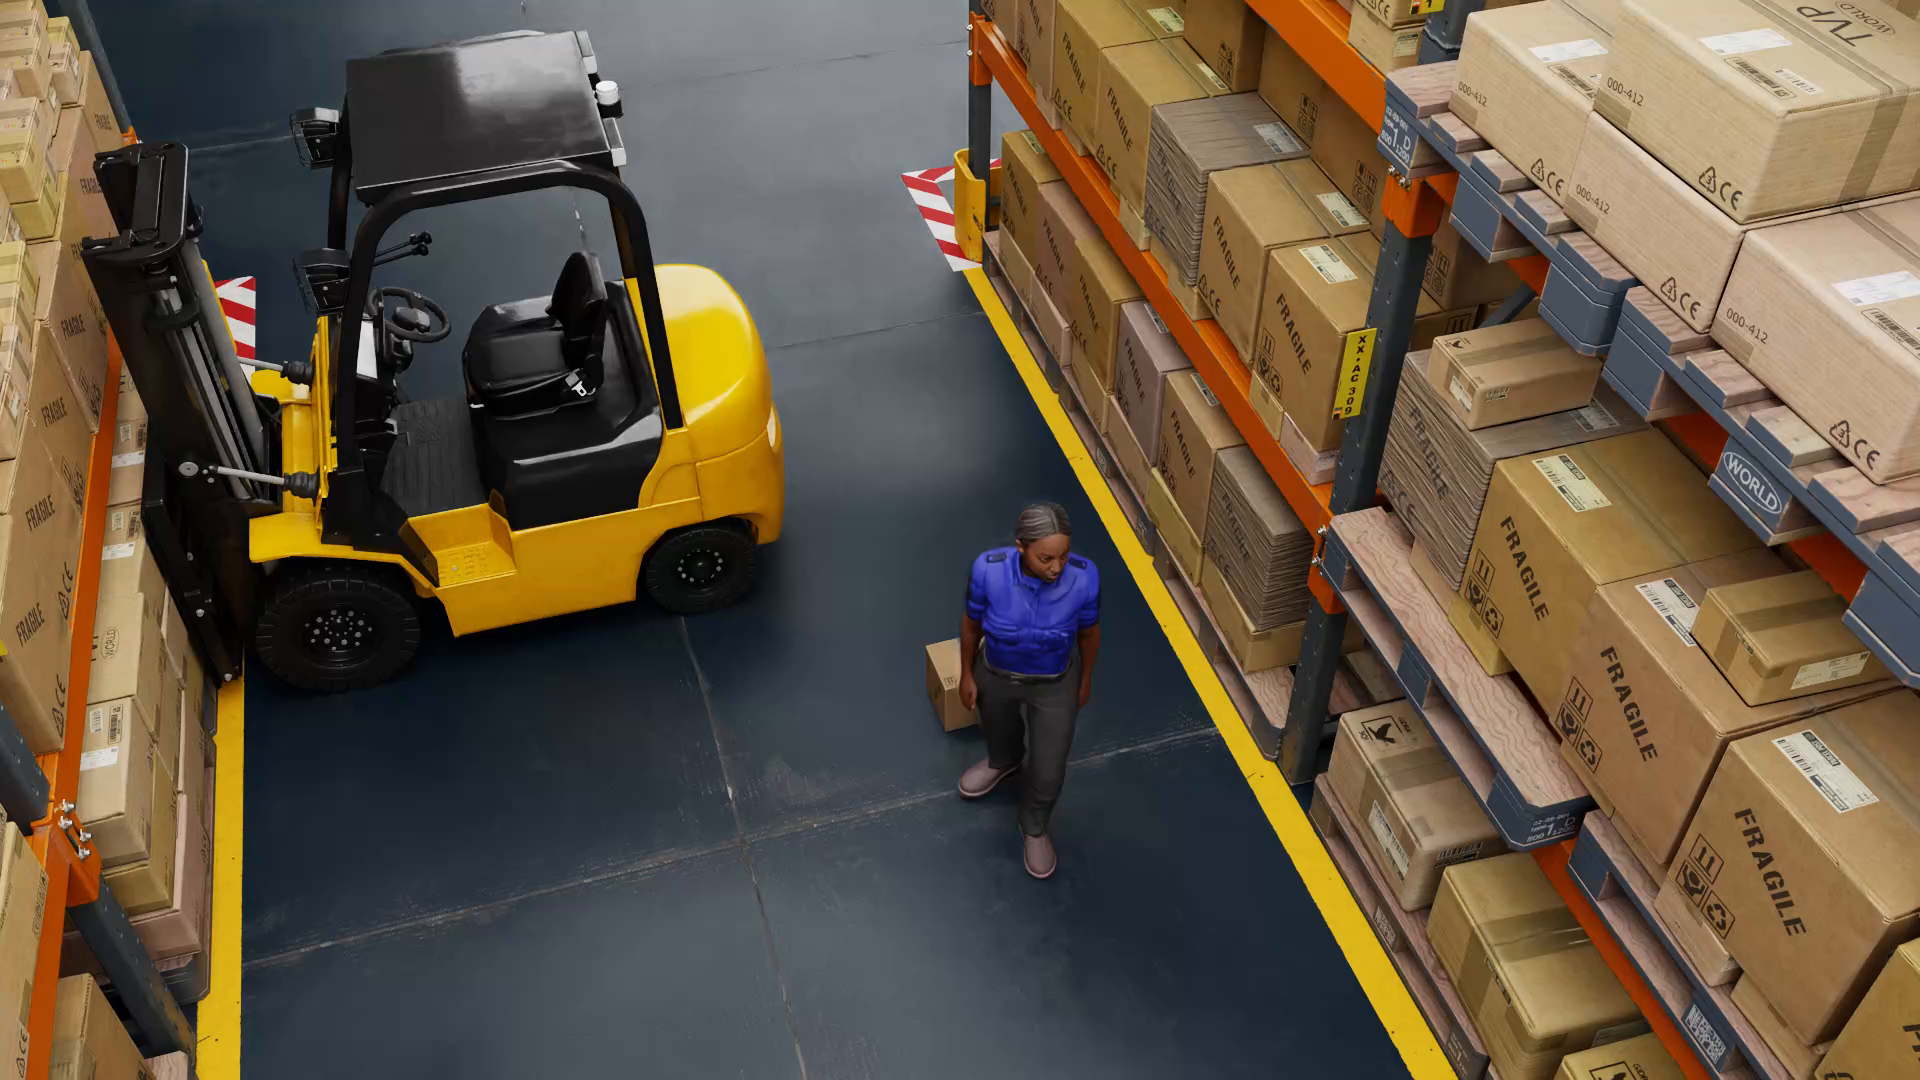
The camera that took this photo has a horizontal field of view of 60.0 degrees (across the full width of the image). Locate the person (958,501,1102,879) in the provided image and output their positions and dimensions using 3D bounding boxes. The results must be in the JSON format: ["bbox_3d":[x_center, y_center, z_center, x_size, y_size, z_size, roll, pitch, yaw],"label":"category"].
[{"bbox_3d":[0.224,0.435,5.692,0.492,1.647,0.555,5,43,6],"label":"person"}]
